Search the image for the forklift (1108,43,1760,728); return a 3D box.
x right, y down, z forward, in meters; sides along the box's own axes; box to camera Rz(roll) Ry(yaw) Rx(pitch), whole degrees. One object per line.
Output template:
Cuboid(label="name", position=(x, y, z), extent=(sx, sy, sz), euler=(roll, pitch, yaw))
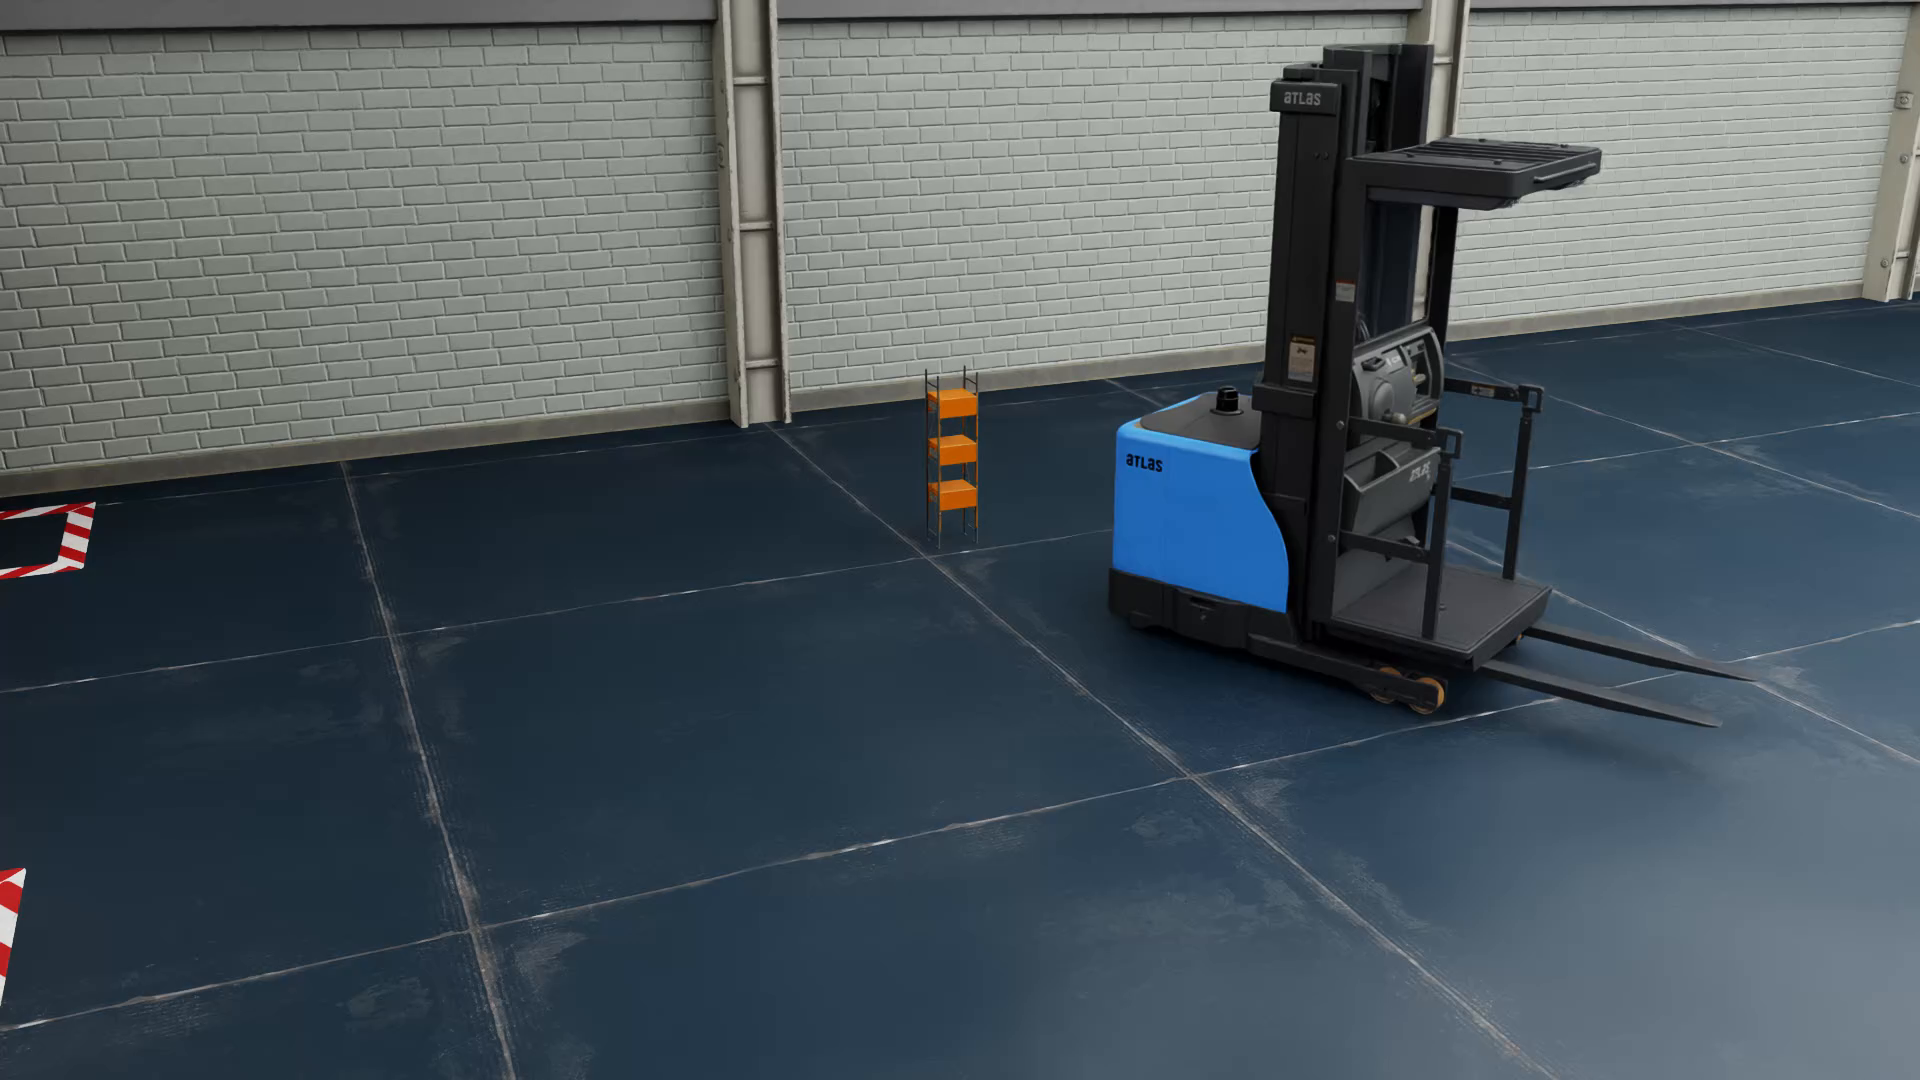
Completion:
Cuboid(label="forklift", position=(2.253, -0.773, 7.804), extent=(3.031, 2.935, 1.130), euler=(15, 24, 36))

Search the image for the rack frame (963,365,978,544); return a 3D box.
Cuboid(label="rack frame", position=(0.063, -0.504, 9.873), extent=(0.008, 1.050, 0.200), euler=(-8, 21, -22))

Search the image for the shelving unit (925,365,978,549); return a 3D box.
Cuboid(label="shelving unit", position=(-0.049, -0.488, 9.828), extent=(0.252, 1.050, 0.215), euler=(-8, 21, -22))

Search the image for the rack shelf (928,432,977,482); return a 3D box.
Cuboid(label="rack shelf", position=(-0.049, -0.478, 9.831), extent=(0.240, 0.259, 0.215), euler=(-8, 21, -22))

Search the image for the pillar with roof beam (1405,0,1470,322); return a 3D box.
Cuboid(label="pillar with roof beam", position=(5.702, -4.630, 9.621), extent=(0.400, 9.000, 9.100), euler=(-8, 21, -22))

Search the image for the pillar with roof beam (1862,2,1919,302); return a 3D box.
Cuboid(label="pillar with roof beam", position=(11.212, -5.419, 11.863), extent=(0.400, 9.000, 9.100), euler=(-8, 21, -22))

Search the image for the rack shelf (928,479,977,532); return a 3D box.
Cuboid(label="rack shelf", position=(-0.049, -0.216, 9.923), extent=(0.240, 0.259, 0.215), euler=(-8, 21, -22))

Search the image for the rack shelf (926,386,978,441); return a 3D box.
Cuboid(label="rack shelf", position=(-0.049, -0.746, 9.737), extent=(0.240, 0.259, 0.215), euler=(-8, 21, -22))

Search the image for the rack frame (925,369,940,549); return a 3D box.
Cuboid(label="rack frame", position=(-0.161, -0.472, 9.782), extent=(0.008, 1.050, 0.200), euler=(-8, 21, -22))

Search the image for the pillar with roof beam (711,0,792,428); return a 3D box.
Cuboid(label="pillar with roof beam", position=(0.193, -3.840, 7.380), extent=(0.400, 9.000, 9.100), euler=(-8, 21, -22))
